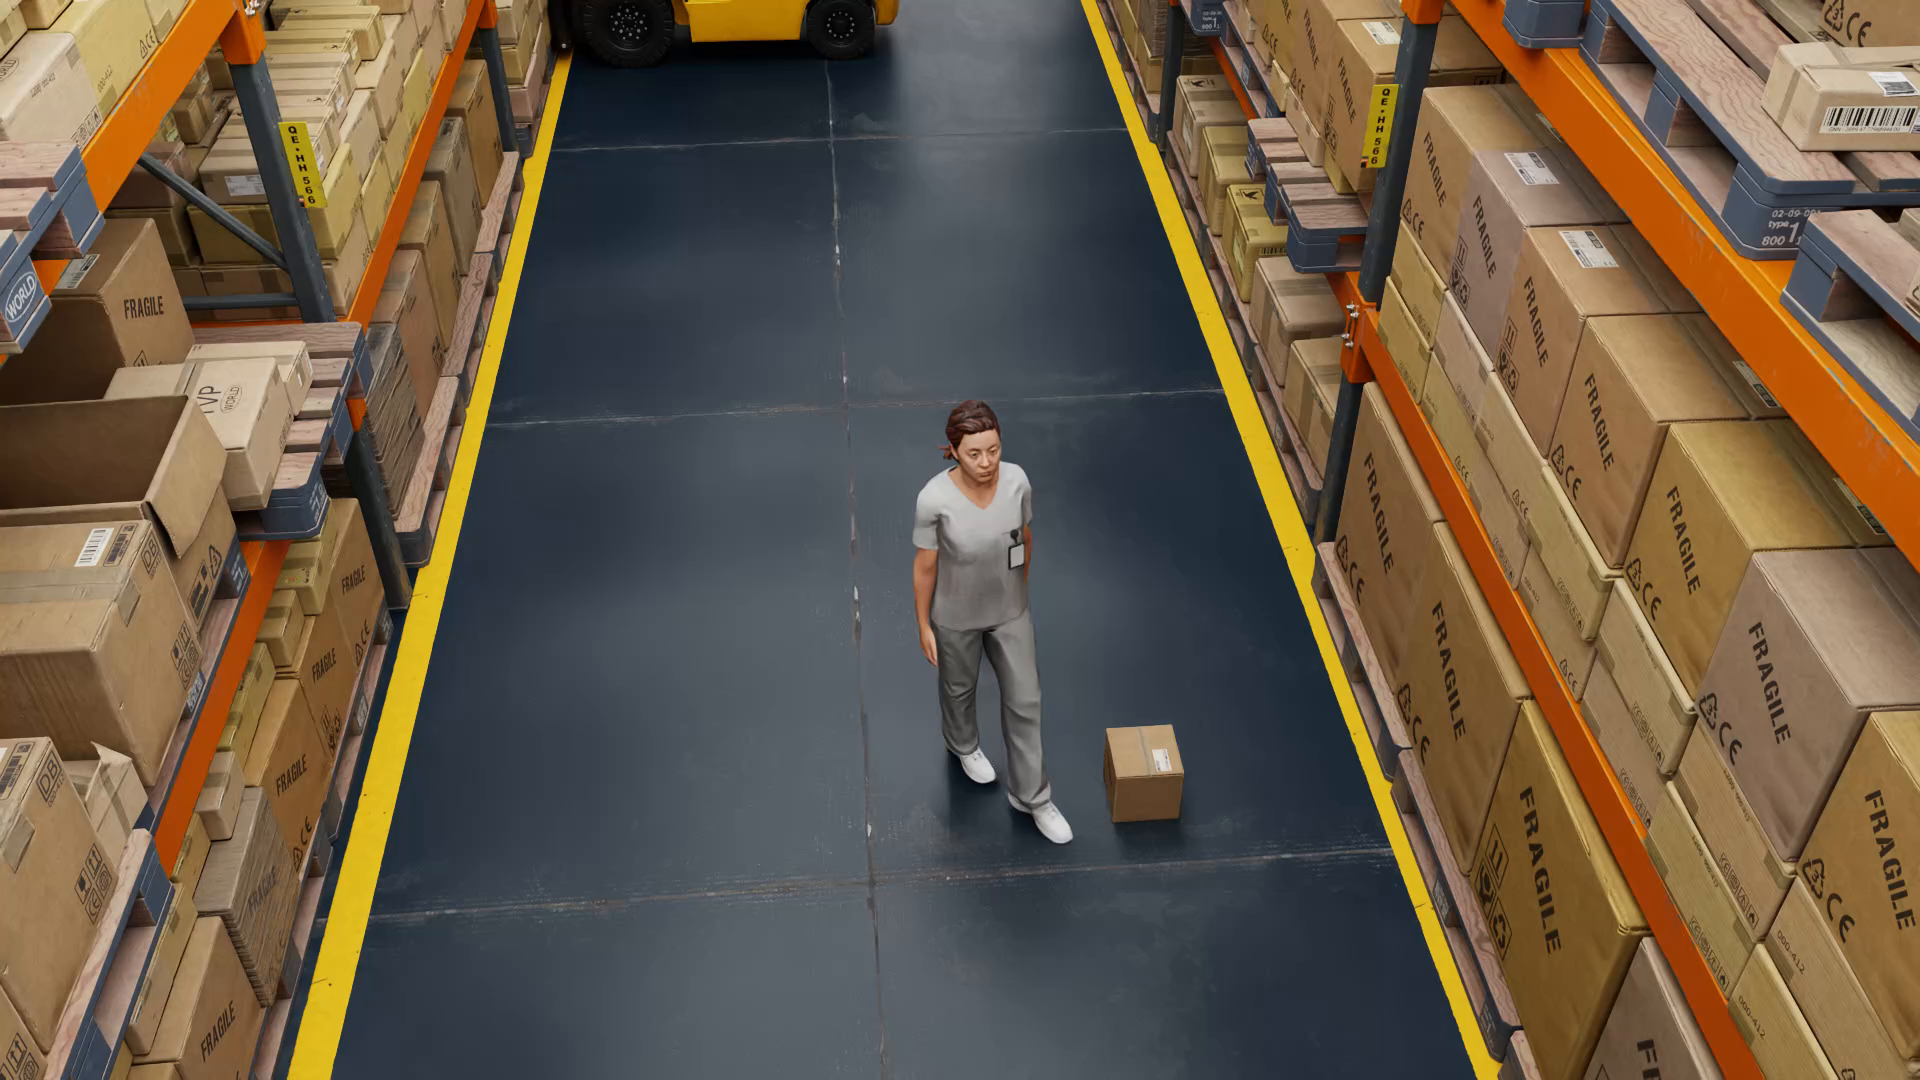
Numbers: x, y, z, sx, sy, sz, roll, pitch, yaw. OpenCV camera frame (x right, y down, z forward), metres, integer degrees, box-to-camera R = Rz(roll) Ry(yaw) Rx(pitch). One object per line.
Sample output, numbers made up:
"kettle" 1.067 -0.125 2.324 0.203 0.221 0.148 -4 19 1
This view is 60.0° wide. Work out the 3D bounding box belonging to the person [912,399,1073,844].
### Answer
"person" 0.103 0.315 5.765 0.484 1.659 0.658 -10 40 -13
